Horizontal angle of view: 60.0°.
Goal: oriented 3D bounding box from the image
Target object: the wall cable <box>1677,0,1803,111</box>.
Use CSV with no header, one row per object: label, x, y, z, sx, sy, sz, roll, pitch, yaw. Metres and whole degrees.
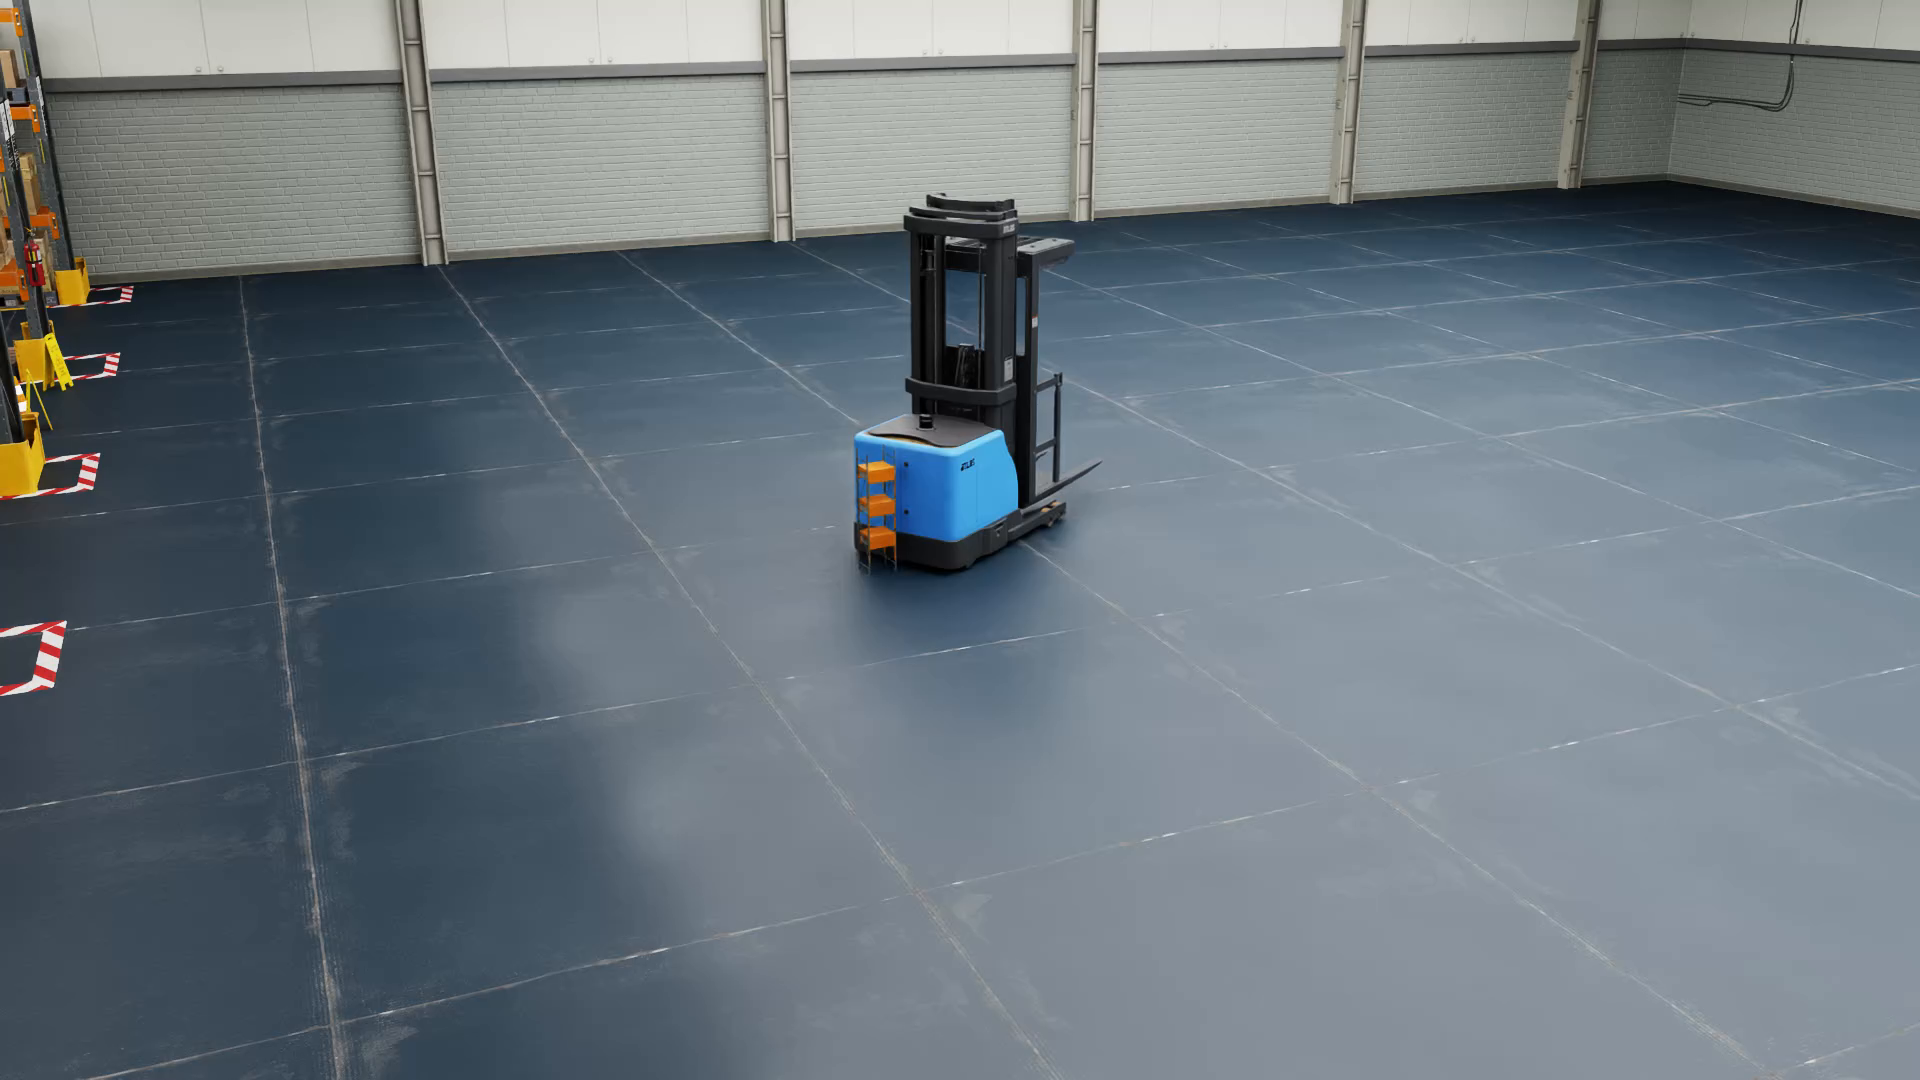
wall cable,16.579,-10.499,35.467,0.112,2.526,3.097,-8,21,-22

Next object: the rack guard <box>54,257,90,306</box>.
rack guard,-13.178,-3.844,24.688,0.348,0.500,1.175,-8,21,-22

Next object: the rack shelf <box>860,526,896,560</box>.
rack shelf,-0.683,0.035,13.712,0.240,0.259,0.215,-11,22,-28

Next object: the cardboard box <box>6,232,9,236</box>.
cardboard box,-14.174,-4.321,24.279,0.500,0.250,0.500,-8,21,-22

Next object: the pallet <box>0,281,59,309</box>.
pallet,-13.886,-3.592,24.405,1.213,0.211,1.003,-8,21,-22

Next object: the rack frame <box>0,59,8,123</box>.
rack frame,-11.231,-6.337,18.970,0.127,3.000,1.000,-8,21,-22

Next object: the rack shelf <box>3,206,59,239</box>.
rack shelf,-15.037,-4.418,23.636,4.000,0.370,1.077,-8,21,-22

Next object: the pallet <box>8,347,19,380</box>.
pallet,-12.060,-2.086,20.128,1.213,0.211,1.003,-8,21,-22

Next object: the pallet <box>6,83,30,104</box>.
pallet,-13.860,-6.308,23.539,1.213,0.211,1.003,-8,21,-22

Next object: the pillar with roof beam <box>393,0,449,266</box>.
pillar with roof beam,-6.982,-7.510,22.301,0.400,9.000,9.100,-8,21,-22

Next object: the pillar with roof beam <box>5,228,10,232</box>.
pillar with roof beam,-12.491,-6.720,20.059,0.400,9.000,9.100,-8,21,-22

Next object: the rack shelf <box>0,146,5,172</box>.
rack shelf,-13.067,-4.320,18.840,4.000,0.370,1.077,-8,21,-22

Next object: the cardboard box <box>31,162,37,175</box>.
cardboard box,-13.614,-5.408,24.237,0.250,0.149,0.380,-9,21,-23

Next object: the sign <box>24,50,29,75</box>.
sign,-12.998,-6.648,23.157,0.005,0.325,0.100,-8,21,-22

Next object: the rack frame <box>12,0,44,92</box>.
rack frame,-13.200,-7.850,23.267,0.127,3.000,1.000,-8,21,-22

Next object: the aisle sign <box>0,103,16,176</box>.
aisle sign,-11.059,-4.653,19.306,0.004,0.787,0.394,-8,21,-22

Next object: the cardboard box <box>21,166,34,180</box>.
cardboard box,-13.407,-5.242,23.767,0.250,0.149,0.380,-8,21,-21

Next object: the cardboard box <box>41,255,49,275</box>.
cardboard box,-13.523,-3.998,24.115,0.500,0.250,0.500,-8,21,-23

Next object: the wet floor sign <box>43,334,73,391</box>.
wet floor sign,-10.632,-2.095,19.501,0.232,0.644,0.267,-1,19,-3

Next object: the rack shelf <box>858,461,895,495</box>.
rack shelf,-0.683,-0.495,13.525,0.240,0.259,0.215,-11,22,-28

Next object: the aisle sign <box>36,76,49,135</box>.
aisle sign,-13.023,-6.166,23.602,0.004,0.787,0.394,-8,21,-22

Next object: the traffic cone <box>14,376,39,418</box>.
traffic cone,-10.363,-1.567,18.275,0.334,0.463,0.336,-8,21,-22

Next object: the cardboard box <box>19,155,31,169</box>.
cardboard box,-13.446,-5.402,23.774,0.250,0.149,0.380,-8,21,-22

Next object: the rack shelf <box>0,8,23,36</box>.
rack shelf,-15.037,-7.059,22.706,4.000,0.370,1.077,-8,21,-22

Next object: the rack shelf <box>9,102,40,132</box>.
rack shelf,-15.037,-5.833,23.138,4.000,0.370,1.077,-8,21,-22

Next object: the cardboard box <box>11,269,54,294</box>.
cardboard box,-13.506,-3.763,24.201,0.500,0.250,0.500,-8,21,-22

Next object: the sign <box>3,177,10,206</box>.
sign,-11.029,-4.030,19.233,0.005,0.325,0.100,-8,21,-22

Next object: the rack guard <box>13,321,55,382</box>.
rack guard,-11.300,-2.318,20.353,0.348,0.500,1.175,-8,21,-22

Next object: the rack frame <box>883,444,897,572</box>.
rack frame,-0.577,-0.258,13.673,0.008,1.050,0.200,-11,22,-28

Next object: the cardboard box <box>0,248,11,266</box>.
cardboard box,-11.624,-3.407,20.060,0.250,0.149,0.380,-8,21,-22

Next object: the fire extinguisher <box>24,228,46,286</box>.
fire extinguisher,-10.943,-3.345,19.623,0.183,0.674,0.296,-8,21,-22

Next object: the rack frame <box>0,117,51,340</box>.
rack frame,-11.231,-3.507,19.966,0.127,3.000,1.000,-8,21,-22

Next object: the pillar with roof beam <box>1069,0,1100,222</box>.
pillar with roof beam,4.037,-9.088,26.784,0.400,9.000,9.100,-8,21,-22

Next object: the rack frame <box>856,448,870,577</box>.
rack frame,-0.789,-0.218,13.559,0.008,1.050,0.200,-11,22,-28

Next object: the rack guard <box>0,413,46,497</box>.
rack guard,-9.155,-0.835,16.141,0.348,0.500,1.175,-8,21,-22

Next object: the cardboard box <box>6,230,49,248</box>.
cardboard box,-13.716,-4.388,24.469,0.500,0.250,0.500,-8,21,-23

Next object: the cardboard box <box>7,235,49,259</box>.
cardboard box,-13.499,-4.237,24.042,0.500,0.250,0.500,-7,21,-20

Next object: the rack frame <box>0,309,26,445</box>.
rack frame,-9.177,-2.011,15.717,0.127,3.000,1.000,-8,21,-22

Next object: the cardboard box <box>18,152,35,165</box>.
cardboard box,-13.593,-5.535,24.150,0.250,0.149,0.380,-9,21,-23

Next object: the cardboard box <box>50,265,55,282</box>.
cardboard box,-13.729,-3.916,24.637,0.500,0.250,0.500,-8,21,-22

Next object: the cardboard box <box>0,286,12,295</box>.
cardboard box,-13.967,-3.701,24.024,0.500,0.250,0.500,-8,21,-22

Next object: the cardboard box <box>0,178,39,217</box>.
cardboard box,-13.548,-4.923,23.836,0.500,0.500,0.500,-9,21,-23

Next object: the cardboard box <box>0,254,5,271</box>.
cardboard box,-11.489,-3.274,19.683,0.250,0.149,0.380,-7,21,-20

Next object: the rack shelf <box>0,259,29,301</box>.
rack shelf,-13.067,-2.905,19.338,4.000,0.370,1.077,-8,21,-22

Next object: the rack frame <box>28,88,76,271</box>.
rack frame,-13.200,-5.020,24.264,0.127,3.000,1.000,-8,21,-22

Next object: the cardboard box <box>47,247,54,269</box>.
cardboard box,-13.714,-4.159,24.572,0.500,0.250,0.500,-8,21,-21

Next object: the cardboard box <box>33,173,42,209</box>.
cardboard box,-13.765,-5.087,24.303,0.500,0.500,0.500,-7,21,-20

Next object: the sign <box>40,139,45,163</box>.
sign,-12.998,-5.511,23.557,0.005,0.325,0.100,-8,21,-22

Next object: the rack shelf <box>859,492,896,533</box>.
rack shelf,-0.683,-0.228,13.619,0.240,0.259,0.215,-11,22,-28

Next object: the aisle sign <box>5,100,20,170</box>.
aisle sign,-11.296,-4.836,19.826,0.004,0.787,0.394,-8,21,-22

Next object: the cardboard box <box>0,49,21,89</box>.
cardboard box,-13.510,-6.595,23.286,0.500,0.500,0.500,-7,21,-20

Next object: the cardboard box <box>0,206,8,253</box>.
cardboard box,-11.775,-3.717,19.963,0.500,0.500,0.500,-8,21,-23

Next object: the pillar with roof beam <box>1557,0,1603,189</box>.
pillar with roof beam,15.055,-10.667,31.268,0.400,9.000,9.100,-8,21,-22

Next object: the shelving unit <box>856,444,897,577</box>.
shelving unit,-0.683,-0.238,13.616,0.252,1.050,0.215,-11,22,-28

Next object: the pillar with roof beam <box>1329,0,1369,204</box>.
pillar with roof beam,9.546,-9.878,29.026,0.400,9.000,9.100,-8,21,-22

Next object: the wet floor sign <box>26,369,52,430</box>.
wet floor sign,-9.935,-1.508,17.833,0.232,0.644,0.267,-12,23,-31

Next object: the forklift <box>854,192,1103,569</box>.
forklift,0.303,-1.579,14.595,1.130,2.935,3.031,12,22,30

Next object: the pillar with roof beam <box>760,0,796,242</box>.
pillar with roof beam,-1.473,-8.299,24.543,0.400,9.000,9.100,-8,21,-22
